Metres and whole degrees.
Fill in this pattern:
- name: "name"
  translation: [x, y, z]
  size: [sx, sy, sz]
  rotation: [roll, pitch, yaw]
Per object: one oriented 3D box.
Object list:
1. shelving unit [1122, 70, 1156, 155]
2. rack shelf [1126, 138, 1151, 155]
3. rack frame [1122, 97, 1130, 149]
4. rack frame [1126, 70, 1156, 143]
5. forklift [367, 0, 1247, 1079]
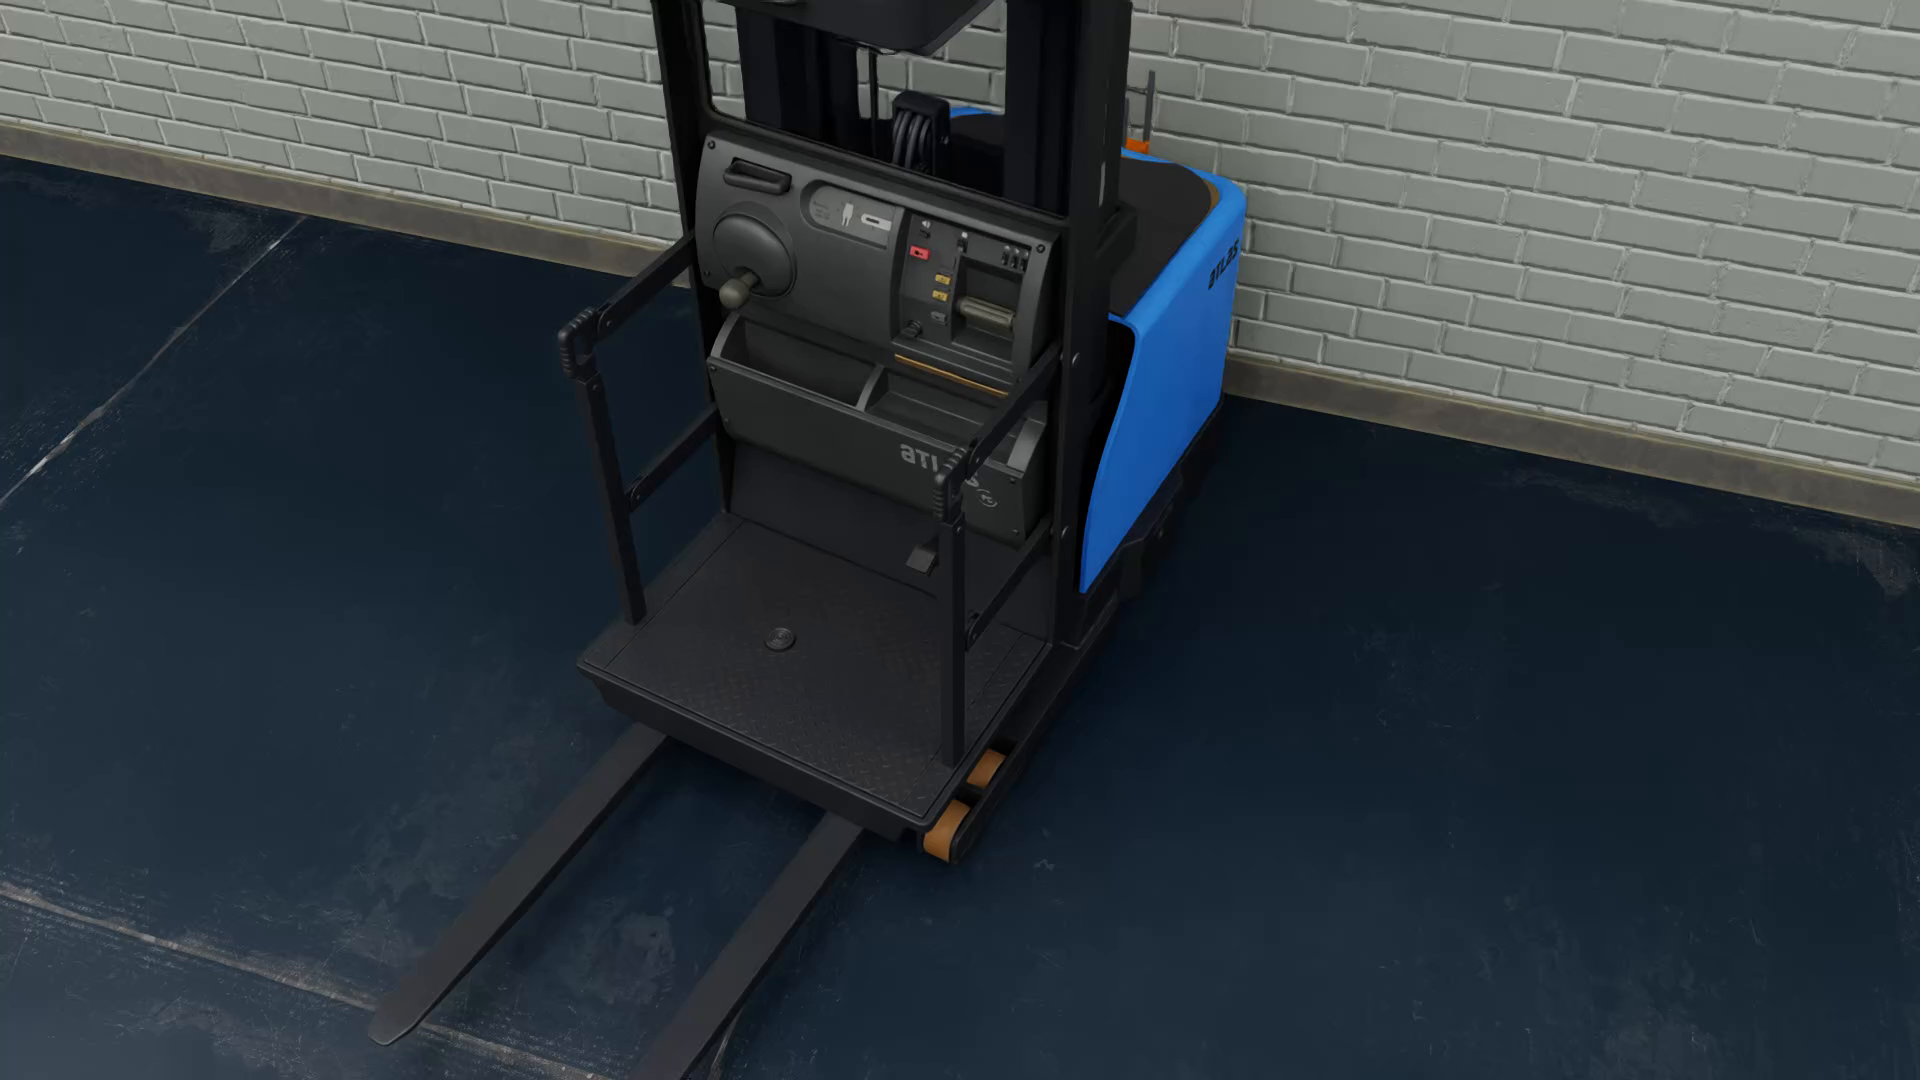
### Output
- name: "shelving unit"
  translation: [0.433, -0.952, 5.365]
  size: [0.258, 1.200, 0.189]
  rotation: [21, 48, 20]
- name: "rack shelf"
  translation: [0.434, -1.179, 5.145]
  size: [0.258, 0.103, 0.180]
  rotation: [21, 48, 20]
- name: "rack frame"
  translation: [0.388, -0.897, 5.307]
  size: [0.240, 1.200, 0.006]
  rotation: [21, 48, 20]
- name: "rack frame"
  translation: [0.478, -1.008, 5.422]
  size: [0.240, 1.200, 0.006]
  rotation: [21, 48, 20]
- name: "forklift"
  translation: [-0.321, -0.571, 3.738]
  size: [1.130, 2.935, 3.031]
  rotation: [21, 48, 20]
